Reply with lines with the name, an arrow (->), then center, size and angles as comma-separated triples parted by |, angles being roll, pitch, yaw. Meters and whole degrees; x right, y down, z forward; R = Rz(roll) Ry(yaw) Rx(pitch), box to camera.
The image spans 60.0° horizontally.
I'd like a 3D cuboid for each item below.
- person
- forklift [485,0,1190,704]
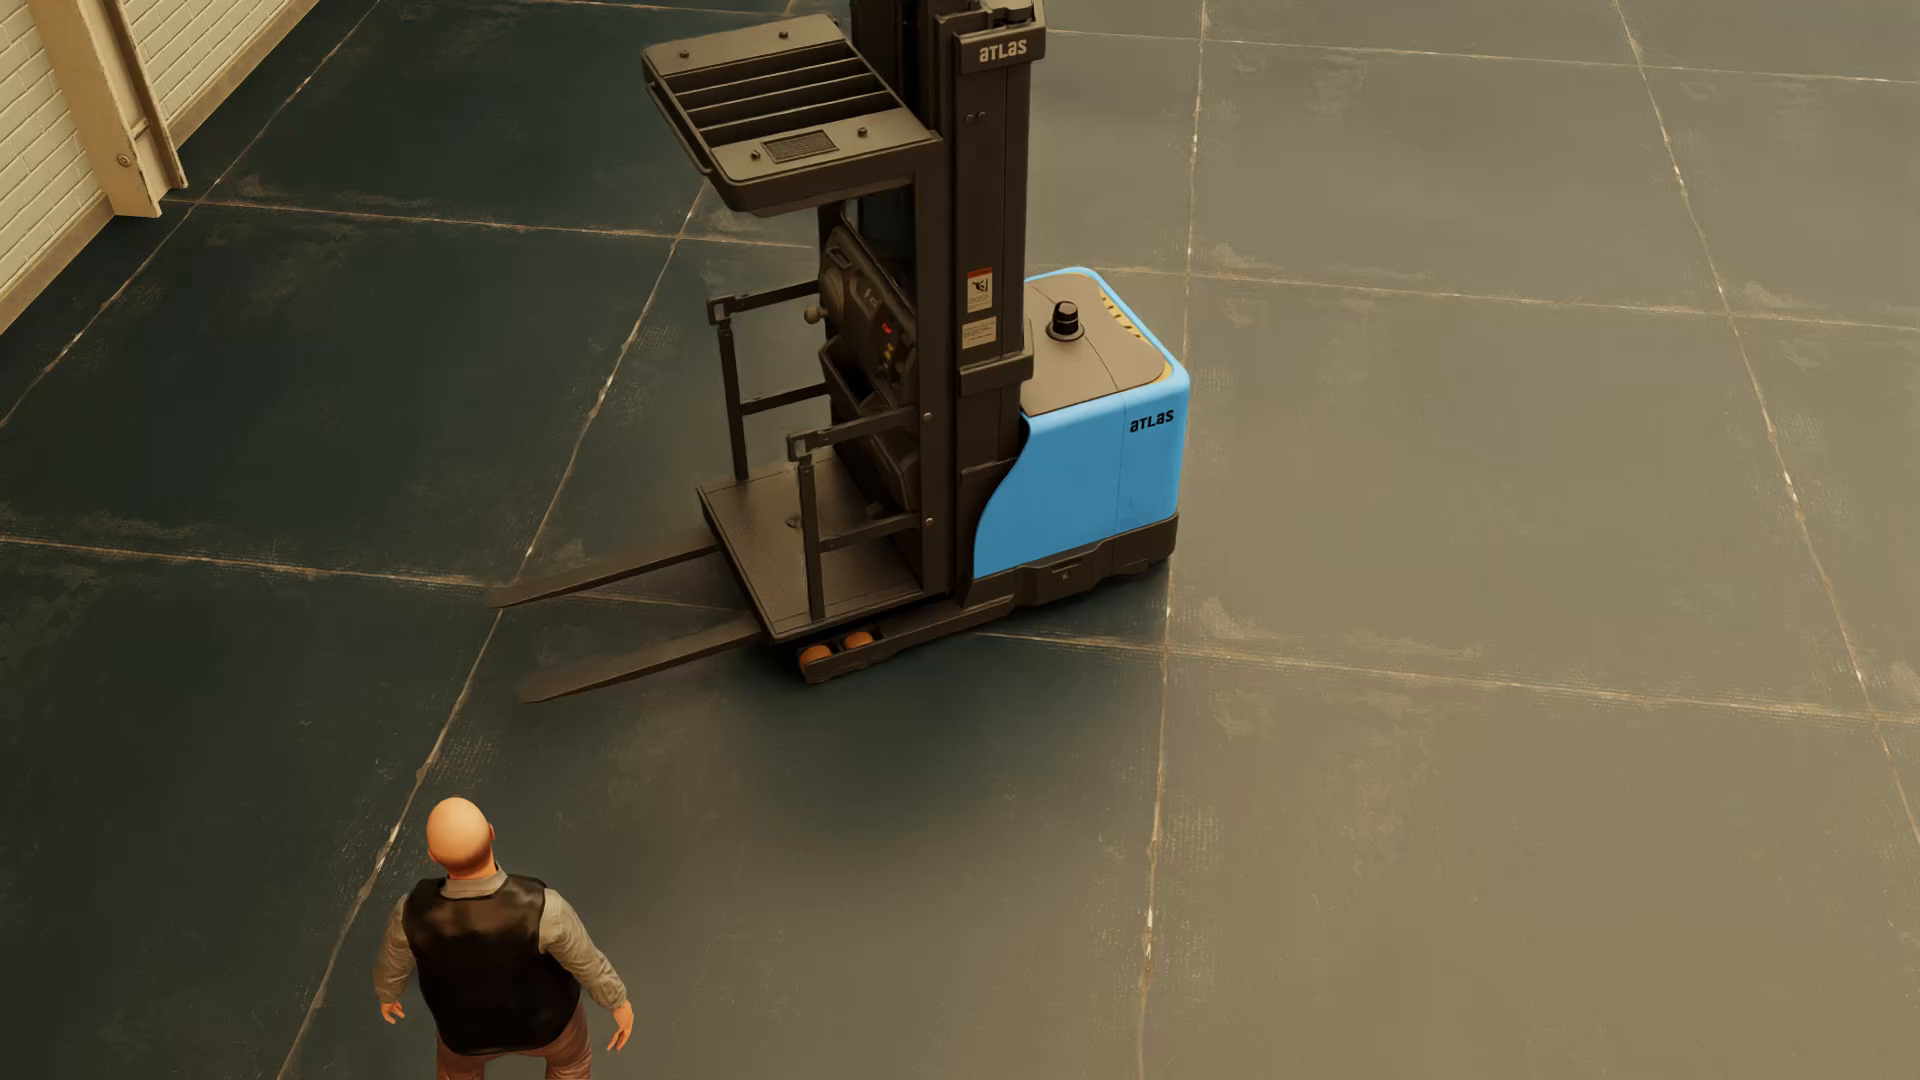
person -> -1.409, 1.413, 5.100 | 0.795, 1.696, 0.395 | -4, 43, -5
forklift -> -0.562, -0.870, 6.671 | 3.031, 2.935, 1.130 | -17, 45, -18
